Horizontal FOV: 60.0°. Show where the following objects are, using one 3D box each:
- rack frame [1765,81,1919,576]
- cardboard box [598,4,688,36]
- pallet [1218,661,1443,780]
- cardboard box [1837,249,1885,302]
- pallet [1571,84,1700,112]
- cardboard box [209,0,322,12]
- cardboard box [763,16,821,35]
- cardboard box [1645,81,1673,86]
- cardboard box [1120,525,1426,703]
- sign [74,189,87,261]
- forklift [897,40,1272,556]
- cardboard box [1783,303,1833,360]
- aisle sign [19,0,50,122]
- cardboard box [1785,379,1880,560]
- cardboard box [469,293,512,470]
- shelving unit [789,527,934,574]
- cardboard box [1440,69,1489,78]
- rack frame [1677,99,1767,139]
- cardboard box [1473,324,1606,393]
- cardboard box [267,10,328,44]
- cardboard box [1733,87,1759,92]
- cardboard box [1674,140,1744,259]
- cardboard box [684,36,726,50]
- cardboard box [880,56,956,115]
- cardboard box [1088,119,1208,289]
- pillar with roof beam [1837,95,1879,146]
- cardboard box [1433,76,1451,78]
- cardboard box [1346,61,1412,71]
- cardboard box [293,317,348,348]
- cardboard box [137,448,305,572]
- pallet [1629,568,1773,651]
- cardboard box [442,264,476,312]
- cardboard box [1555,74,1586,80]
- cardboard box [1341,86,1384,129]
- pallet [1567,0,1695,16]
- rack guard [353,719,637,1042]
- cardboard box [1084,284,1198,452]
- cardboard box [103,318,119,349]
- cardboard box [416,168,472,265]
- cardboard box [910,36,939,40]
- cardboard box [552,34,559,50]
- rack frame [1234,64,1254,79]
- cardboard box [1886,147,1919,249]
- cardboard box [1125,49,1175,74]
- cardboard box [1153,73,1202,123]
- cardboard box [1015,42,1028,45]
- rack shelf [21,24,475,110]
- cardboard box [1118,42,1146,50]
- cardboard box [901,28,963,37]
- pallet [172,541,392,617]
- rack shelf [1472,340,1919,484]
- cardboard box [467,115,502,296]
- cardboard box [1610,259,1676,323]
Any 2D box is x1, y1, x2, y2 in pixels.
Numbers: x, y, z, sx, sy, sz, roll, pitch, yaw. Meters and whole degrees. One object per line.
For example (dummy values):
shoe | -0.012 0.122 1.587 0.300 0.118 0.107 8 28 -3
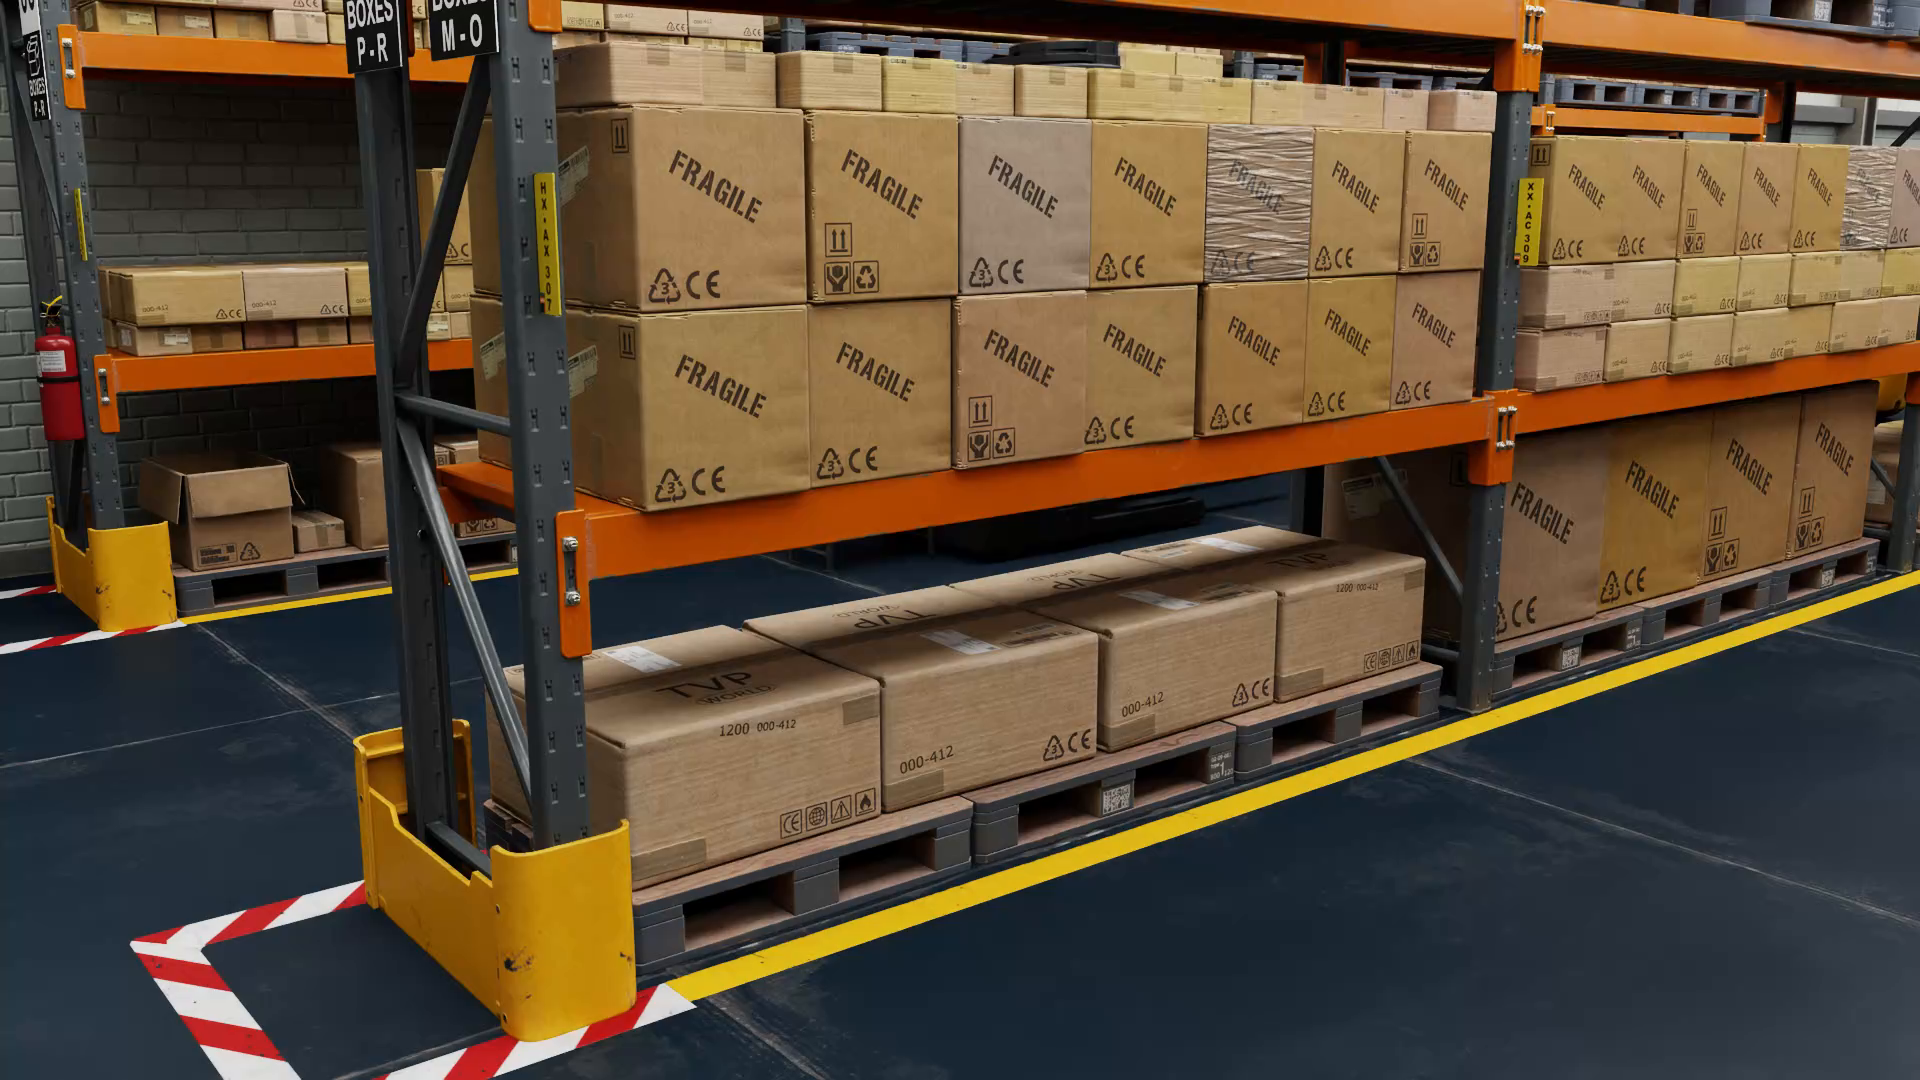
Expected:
rack frame | 4.942 -1.357 9.298 0.127 3.000 1.000 -9 15 -38
cardboard box | -1.905 -3.010 9.504 0.500 0.250 0.500 -10 16 -40
pallet | 1.175 0.612 6.739 1.213 0.211 1.003 -9 15 -38
cardboard box | 4.324 -1.357 8.456 0.500 0.250 0.500 -10 16 -39
pallet | 6.563 -4.377 16.512 1.213 0.211 1.003 -9 15 -38
cardboard box | -3.508 -2.746 8.261 0.500 0.250 0.500 -9 15 -37
cardboard box | -1.092 -3.292 10.542 0.250 0.149 0.380 -9 15 -38
cardboard box | 6.548 -4.689 16.265 0.637 0.503 0.797 -9 15 -36
cardboard box | 1.261 0.274 6.775 0.875 0.438 0.875 -10 15 -38
sign | -4.070 -1.459 7.694 0.005 0.325 0.100 -9 15 -38
forklift | 0.926 -1.574 10.484 3.031 2.935 1.130 -10 16 -40
cardboard box | 3.916 -1.044 8.187 0.500 0.250 0.500 -10 15 -38
aisle sign | -4.279 -2.339 7.663 0.004 0.787 0.394 -9 15 -38
cardboard box | 4.350 -0.447 9.117 0.875 0.875 0.875 -10 15 -38
cardboard box | -1.094 -0.473 4.896 0.500 0.500 0.500 -9 15 -37
shelving unit | -0.566 -0.628 9.474 0.755 1.500 0.431 -10 16 -40
cardboard box | 4.548 -4.225 14.547 0.500 0.311 0.500 -10 16 -39
rack frame | 8.085 -3.200 17.976 0.127 3.000 1.000 -9 15 -38
cardboard box | 2.327 -0.779 6.937 0.500 0.250 0.500 -10 15 -39
cardboard box | -3.357 -2.556 8.328 0.250 0.149 0.380 -9 15 -36
cardboard box | 7.891 -4.873 17.143 0.500 0.500 0.500 -9 15 -36
cardboard box | 3.114 -1.522 7.426 0.500 0.500 0.500 -10 16 -39
cardboard box | -1.575 -2.861 9.765 0.250 0.149 0.380 -9 15 -38
cardboard box | -0.226 -1.273 4.694 0.250 0.149 0.380 -10 16 -39
cardboard box | 0.433 -1.074 5.318 0.500 0.500 0.500 -9 15 -37
pillar with roof beam | 14.352 -6.270 17.994 0.400 9.000 9.100 -9 15 -38
cardboard box | 4.176 -4.201 14.824 0.250 0.149 0.380 -9 15 -38
cardboard box | 3.350 -4.119 13.590 0.500 0.500 0.500 -9 15 -36
cardboard box | -3.392 -1.102 8.702 0.250 0.149 0.380 -9 15 -36
cardboard box | -3.872 -0.172 8.716 0.637 0.503 0.797 -10 16 -40
pallet | 3.327 0.254 8.422 1.213 0.211 1.003 -9 15 -38
cardboard box | -2.713 -1.413 9.204 0.500 0.250 0.500 -10 16 -39
cardboard box | 5.501 -4.288 15.234 0.250 0.149 0.380 -9 15 -36
cardboard box | 1.302 -1.554 6.018 0.250 0.149 0.380 -9 15 -38
pallet | 2.503 -2.339 7.160 1.217 0.209 0.805 -10 16 -40
rack guard | -1.324 0.907 4.655 0.348 0.500 1.175 -9 15 -38
cardboard box | 0.416 -0.585 5.420 0.500 0.500 0.500 -9 15 -36
cardboard box | -4.318 -1.087 8.632 0.250 0.149 0.380 -10 15 -38
cardboard box | -2.715 -1.772 9.094 0.500 0.500 0.500 -9 15 -36
cardboard box | -0.317 -3.436 11.218 0.250 0.149 0.380 -10 16 -39
cardboard box | -2.405 -2.733 9.161 0.250 0.149 0.380 -9 15 -37
rack frame | 1.838 -2.162 13.087 0.127 3.000 1.000 -9 15 -38
cardboard box | 4.701 -1.786 8.668 0.500 0.500 0.500 -10 16 -39
cardboard box | 1.197 -3.384 11.985 0.500 0.250 0.500 -9 15 -37
cardboard box | 0.556 -1.412 5.346 0.250 0.149 0.380 -9 15 -38
cardboard box | 0.392 -3.582 11.954 0.250 0.149 0.380 -10 15 -38
rack shelf | -2.847 -2.499 9.184 4.000 0.370 1.077 -9 15 -38
cardboard box | 1.109 -3.566 11.880 0.250 0.149 0.380 -9 15 -38
cardboard box | -0.193 -3.311 10.633 0.250 0.149 0.380 -9 15 -37
pallet | -3.728 0.127 9.023 1.213 0.211 1.003 -9 15 -38
rack shelf | 3.380 -0.746 8.151 4.000 0.370 1.077 -9 15 -38
cardboard box | -1.078 -0.958 4.772 0.500 0.500 0.500 -9 15 -36
cardboard box | 2.727 -1.093 7.211 0.500 0.250 0.500 -9 15 -37
